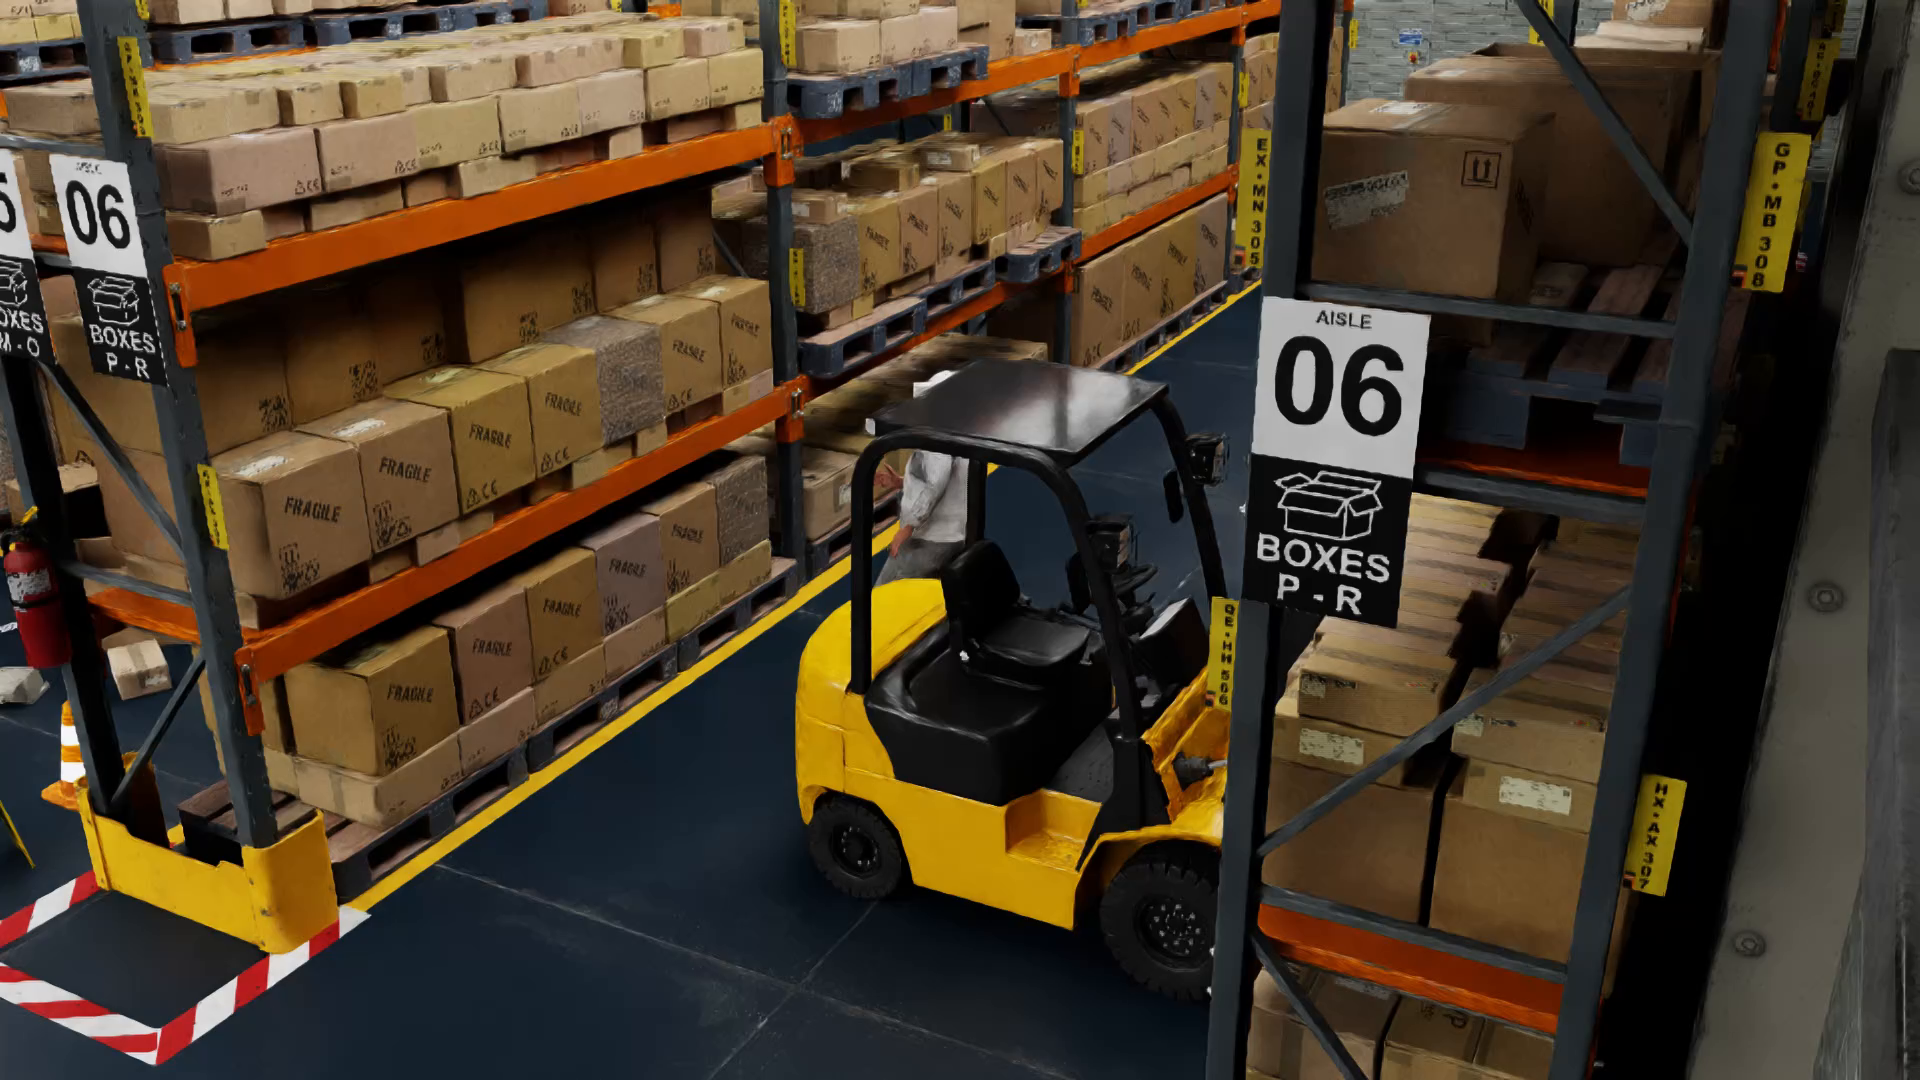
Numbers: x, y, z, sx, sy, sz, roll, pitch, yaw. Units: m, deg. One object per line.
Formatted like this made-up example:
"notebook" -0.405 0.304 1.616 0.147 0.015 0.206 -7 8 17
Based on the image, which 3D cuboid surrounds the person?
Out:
"person" -0.267 -0.002 8.760 0.567 1.688 0.905 9 24 20
